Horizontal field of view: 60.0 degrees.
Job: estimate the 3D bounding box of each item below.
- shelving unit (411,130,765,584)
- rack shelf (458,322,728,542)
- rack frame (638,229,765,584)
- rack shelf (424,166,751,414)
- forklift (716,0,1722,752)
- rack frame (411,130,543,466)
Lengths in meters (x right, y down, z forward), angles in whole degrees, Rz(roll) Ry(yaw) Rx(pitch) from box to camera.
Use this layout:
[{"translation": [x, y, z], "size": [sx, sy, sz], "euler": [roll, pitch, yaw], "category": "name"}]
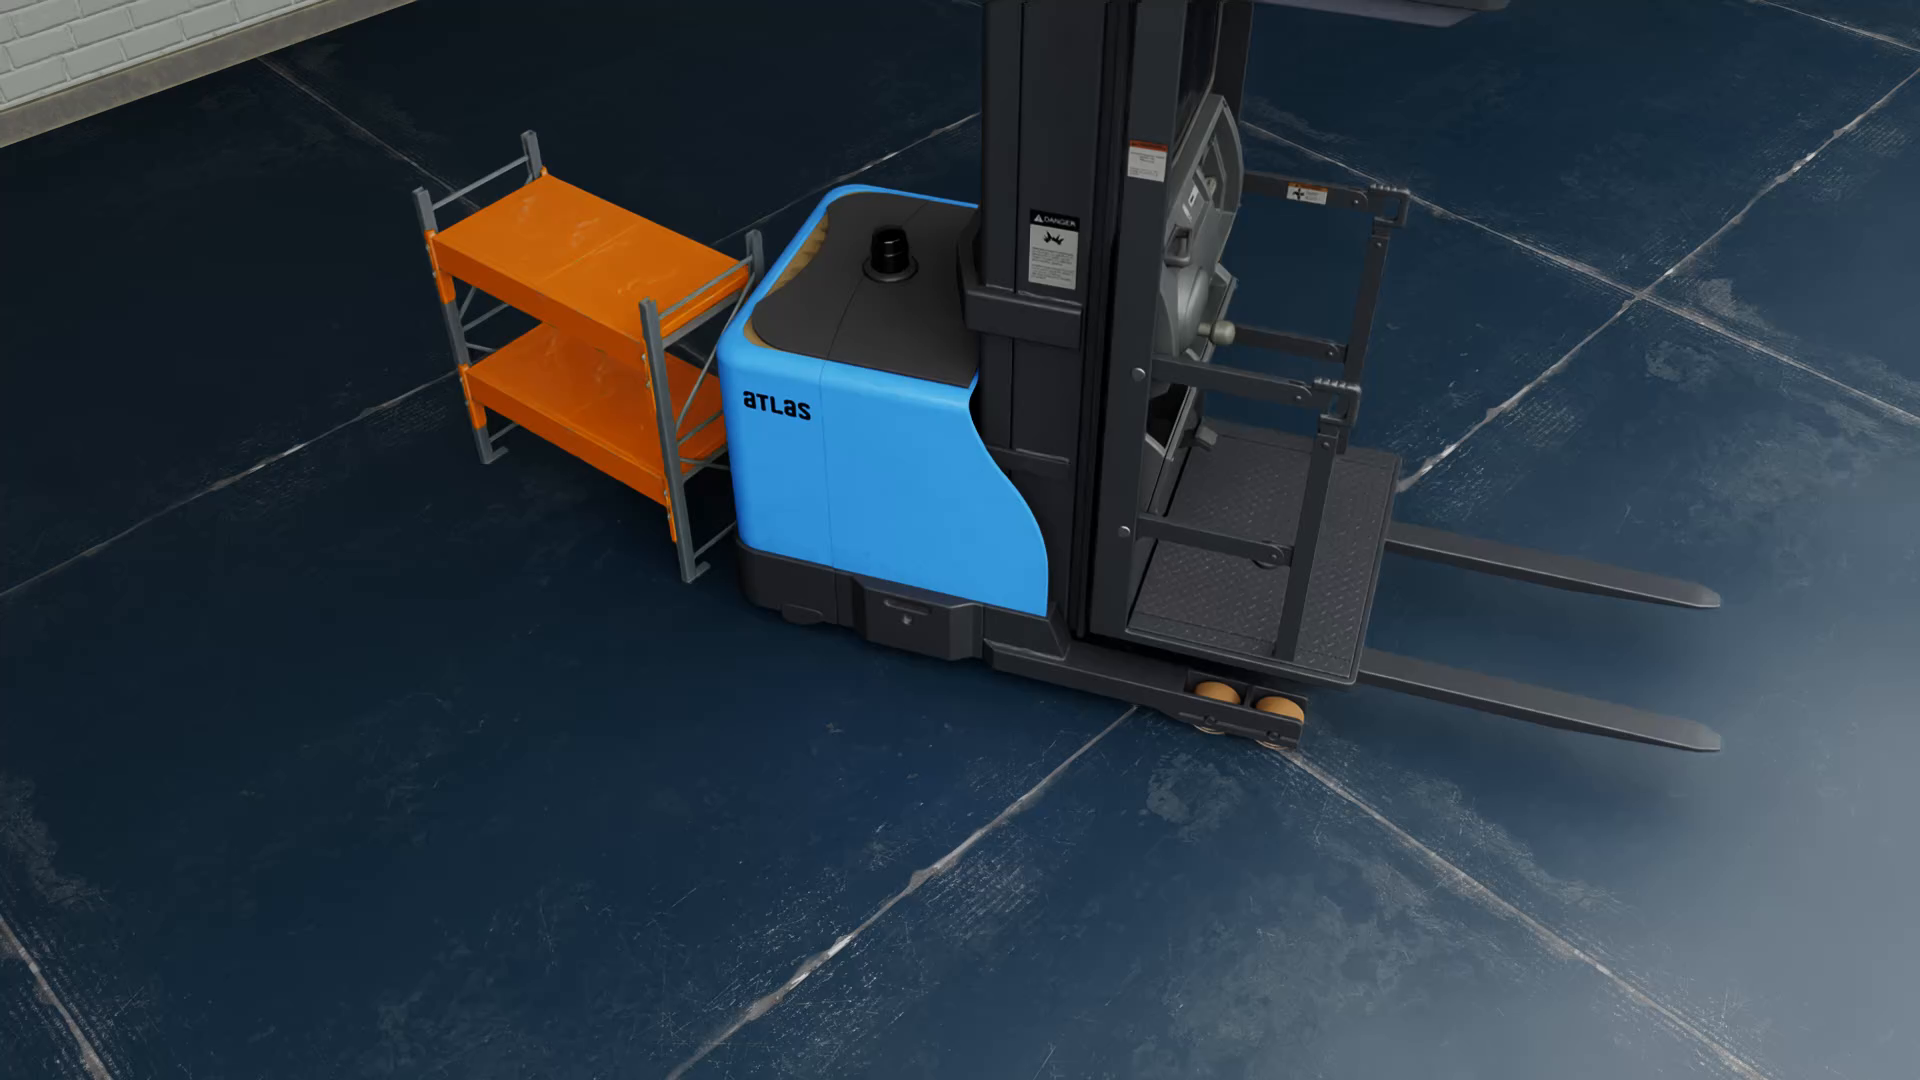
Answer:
[{"translation": [-1.179, -0.615, 5.587], "size": [1.048, 1.125, 0.538], "euler": [27, 49, 26], "category": "shelving unit"}, {"translation": [-1.179, -0.436, 5.753], "size": [1.000, 0.278, 0.538], "euler": [27, 49, 26], "category": "rack shelf"}, {"translation": [-0.774, -0.407, 5.361], "size": [0.032, 1.125, 0.500], "euler": [27, 49, 26], "category": "rack frame"}, {"translation": [-1.179, -0.830, 5.388], "size": [1.000, 0.278, 0.538], "euler": [27, 49, 26], "category": "rack shelf"}, {"translation": [0.850, -0.847, 4.507], "size": [3.031, 2.935, 1.130], "euler": [13, 44, 13], "category": "forklift"}, {"translation": [-1.583, -0.824, 5.813], "size": [0.032, 1.125, 0.500], "euler": [27, 49, 26], "category": "rack frame"}]
